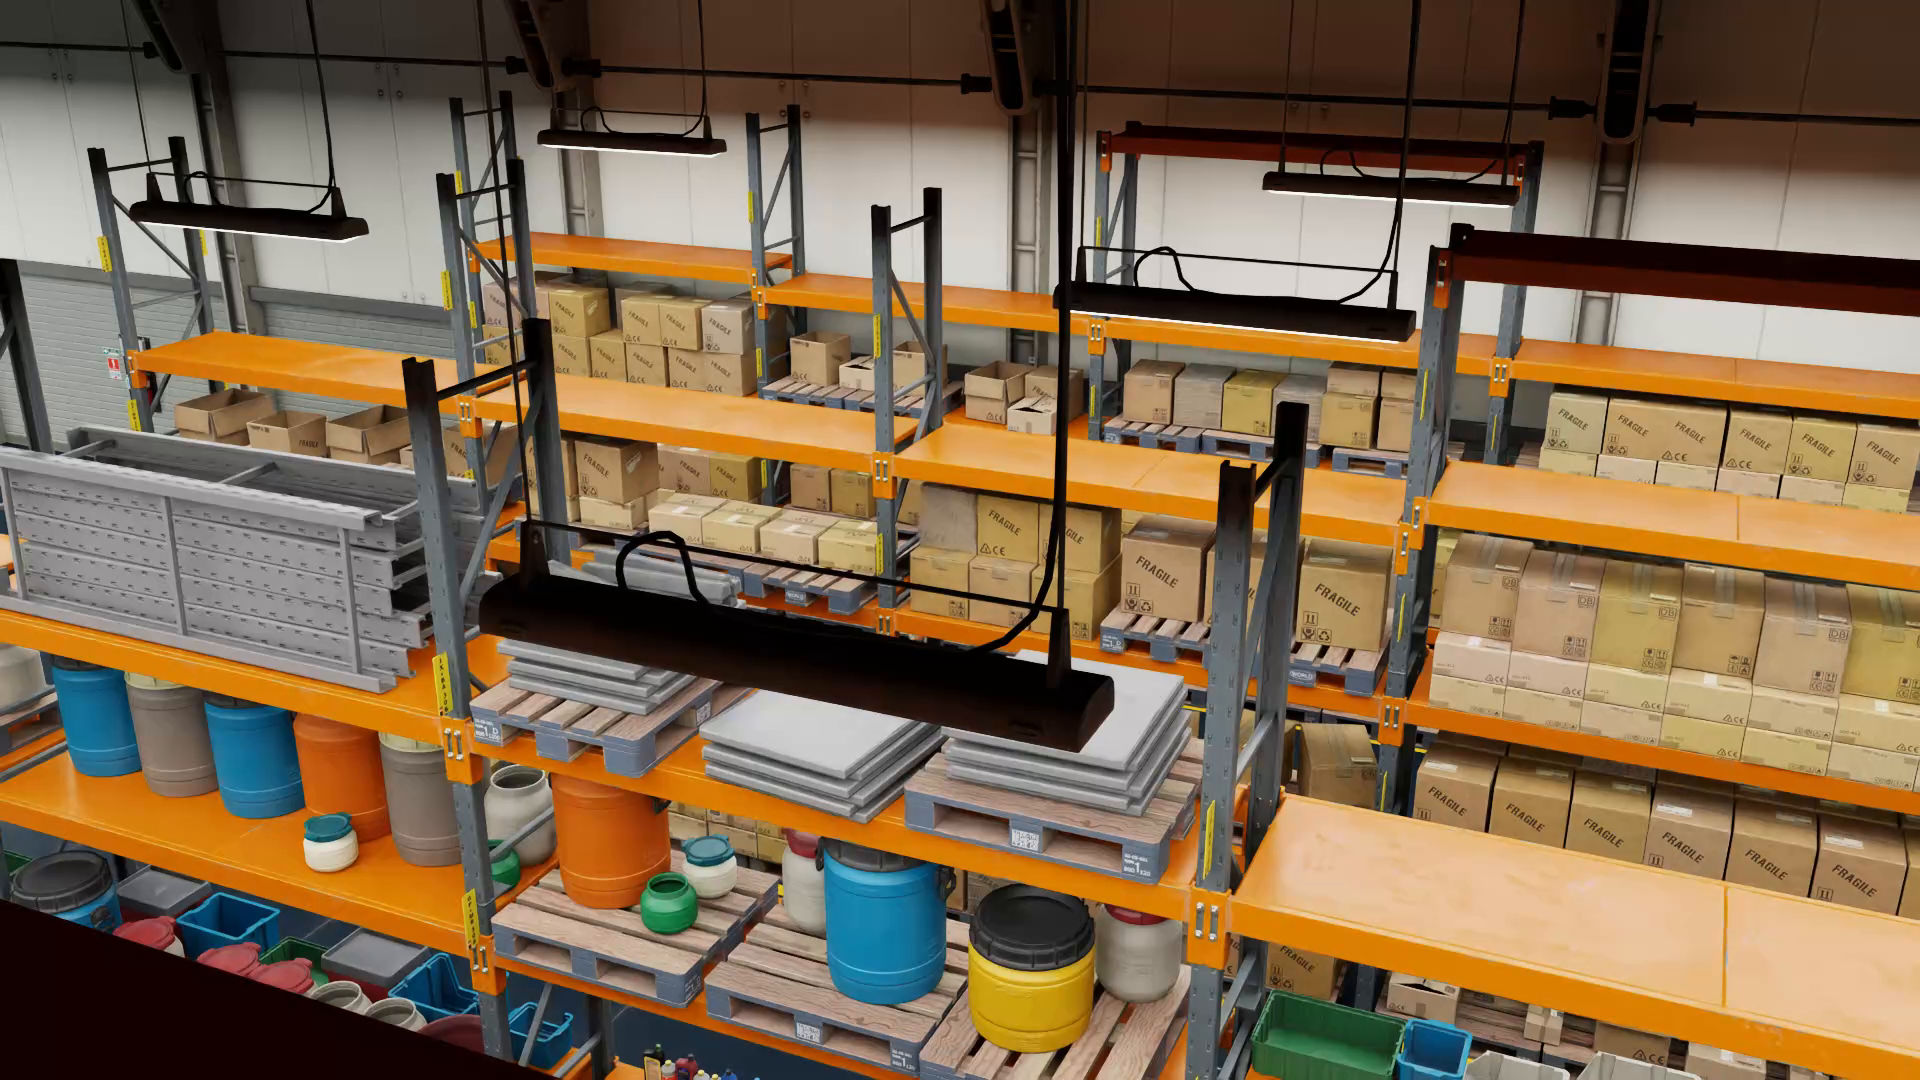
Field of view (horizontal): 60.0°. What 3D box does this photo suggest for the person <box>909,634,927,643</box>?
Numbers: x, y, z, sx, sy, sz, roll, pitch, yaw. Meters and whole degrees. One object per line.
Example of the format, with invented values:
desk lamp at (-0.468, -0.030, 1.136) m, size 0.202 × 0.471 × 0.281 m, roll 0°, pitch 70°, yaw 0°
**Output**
person at (-0.476, 1.109, 17.470) m, size 0.746 × 1.656 × 0.509 m, roll 0°, pitch 21°, yaw 0°
